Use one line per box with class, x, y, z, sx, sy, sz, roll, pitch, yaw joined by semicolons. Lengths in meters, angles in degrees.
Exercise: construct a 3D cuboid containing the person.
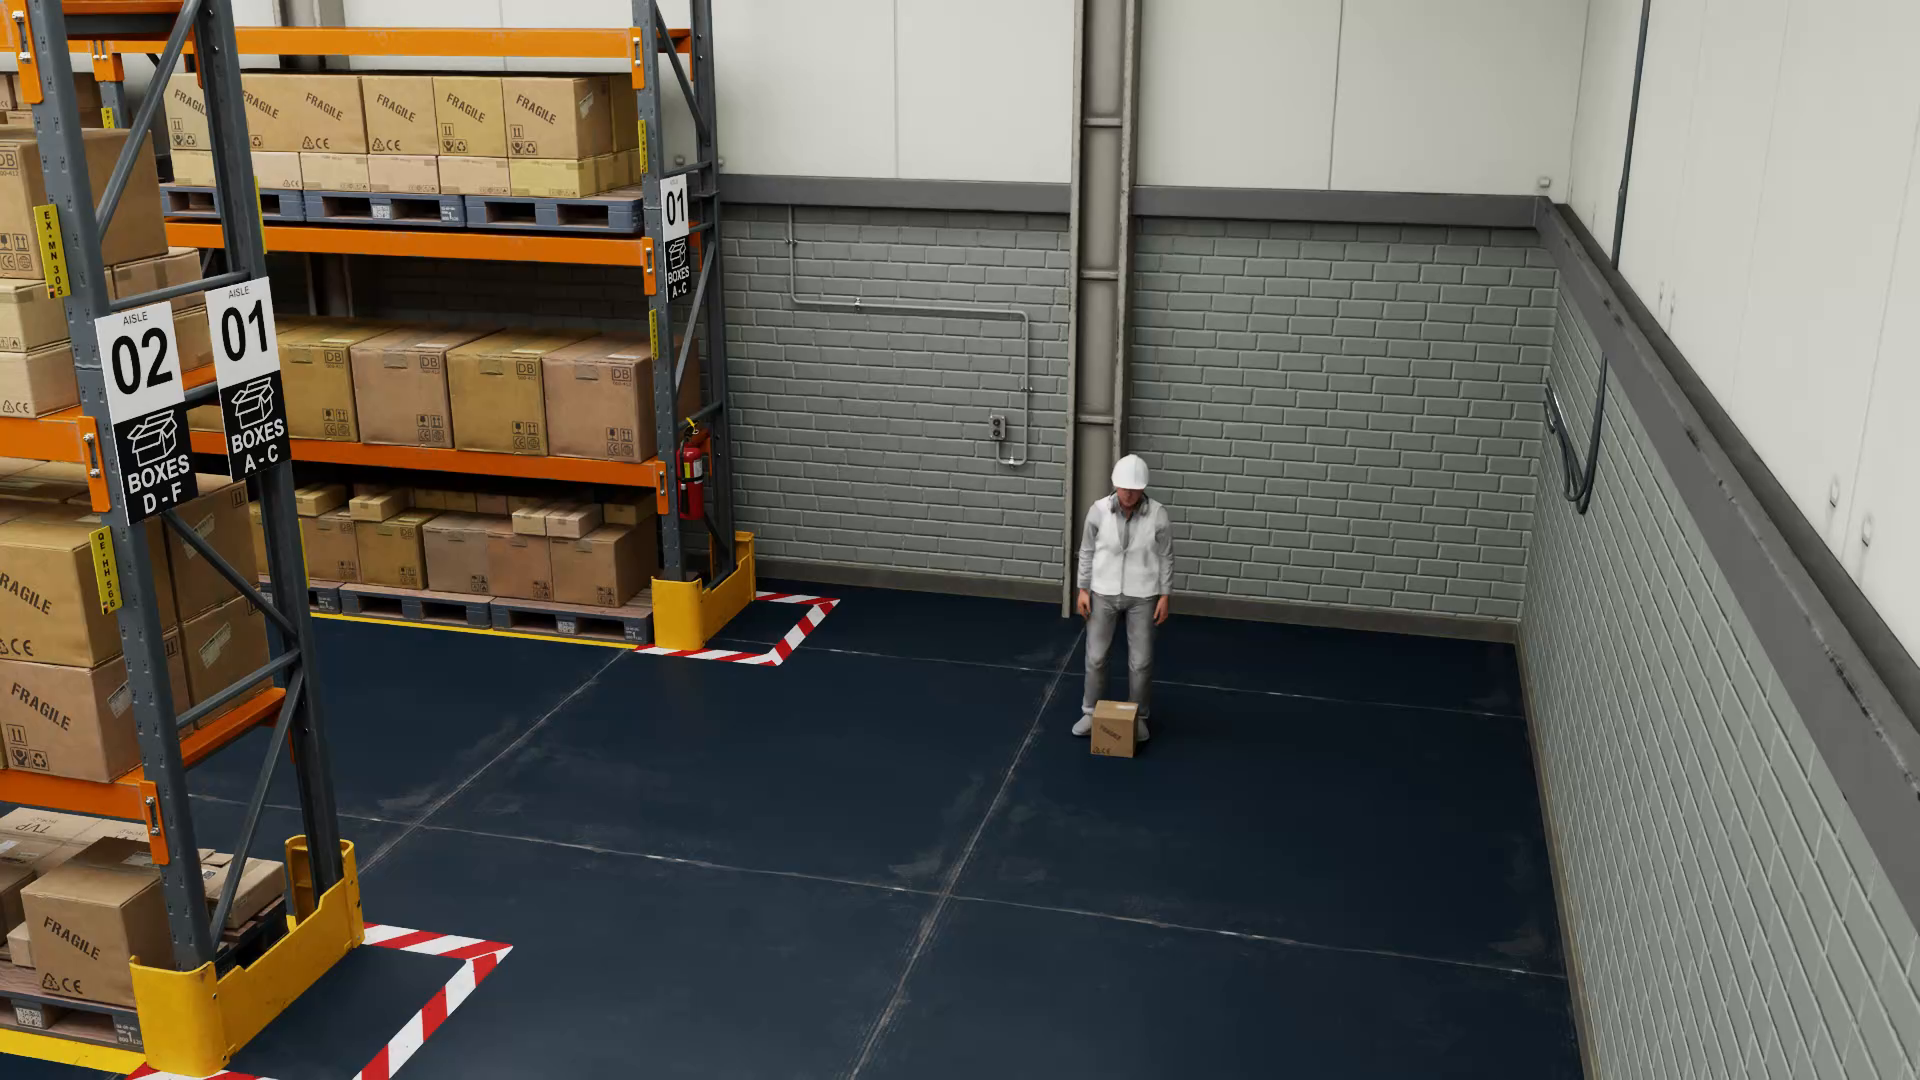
person;0.994;0.333;10.000;0.585;1.770;0.463;3;18;10
